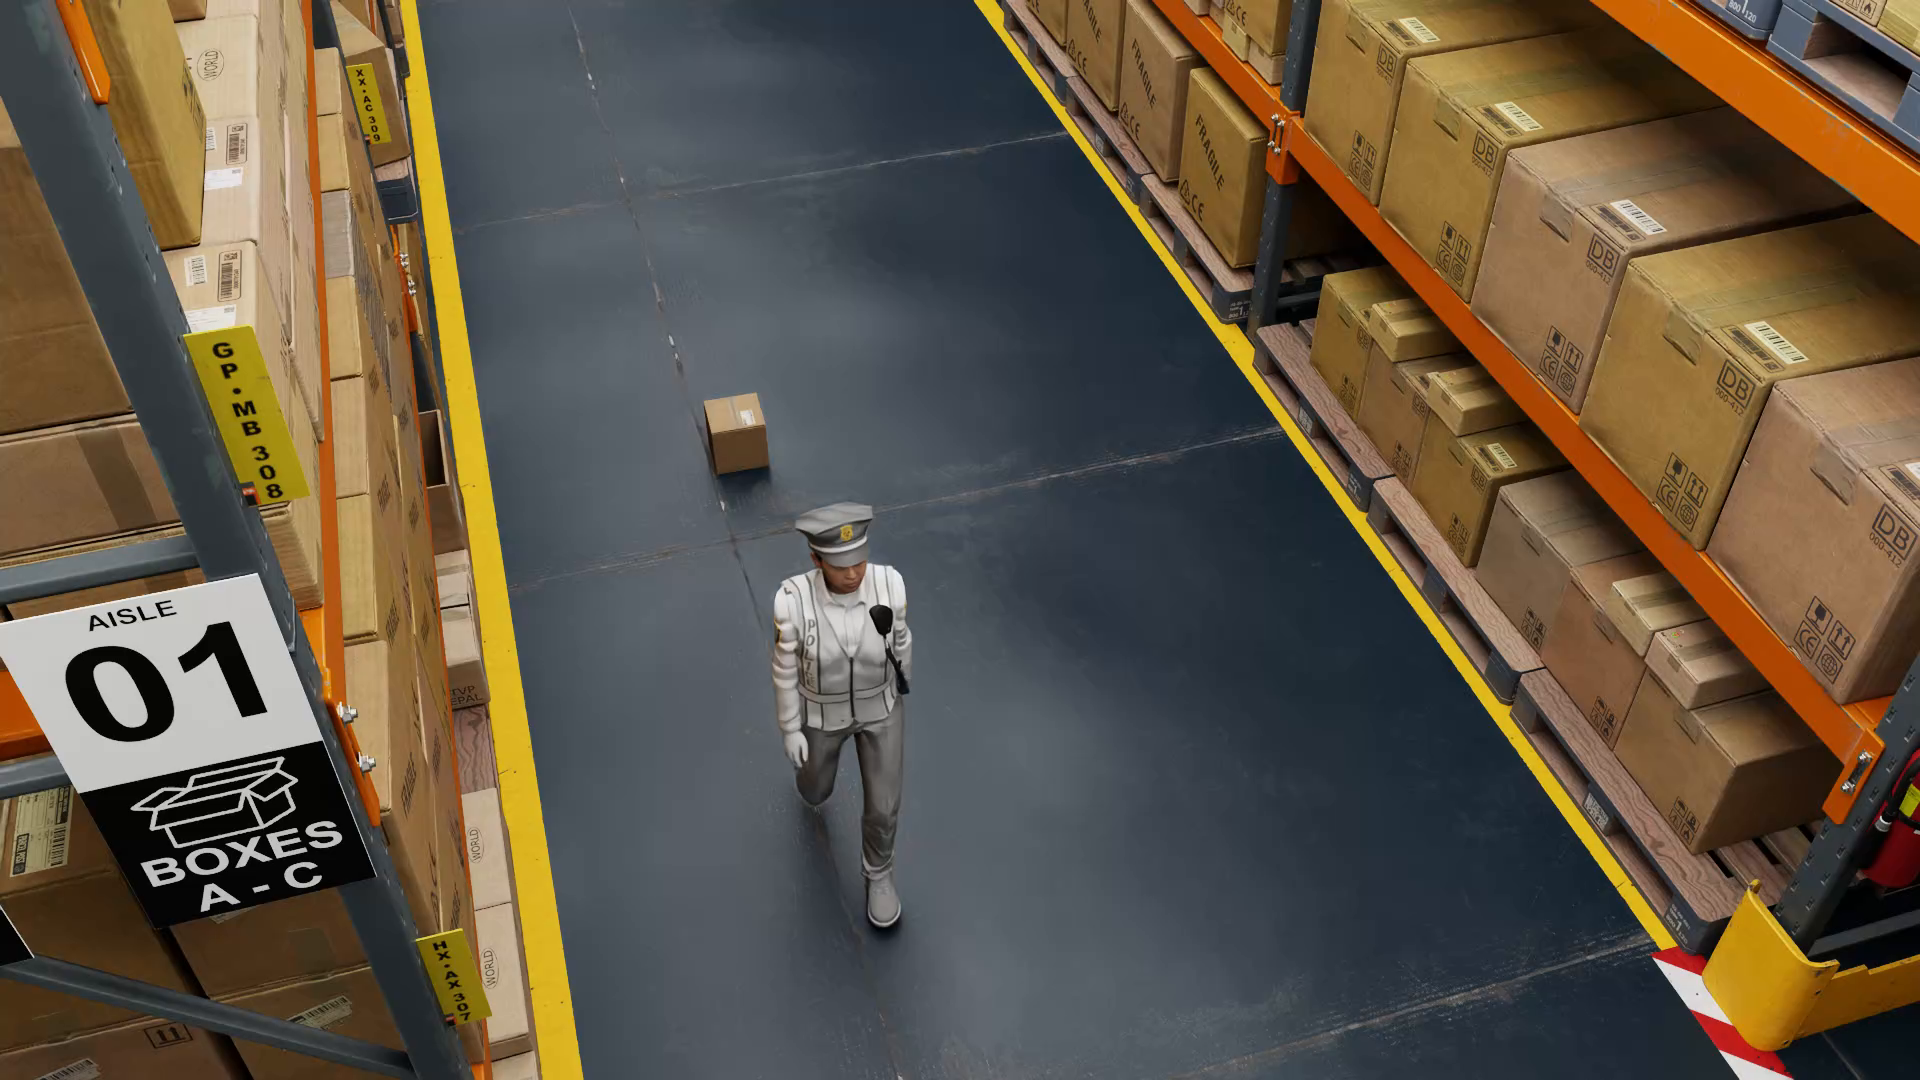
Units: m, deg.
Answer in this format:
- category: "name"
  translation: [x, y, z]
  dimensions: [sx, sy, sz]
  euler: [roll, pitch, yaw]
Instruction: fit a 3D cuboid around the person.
- category: "person"
  translation: [-0.374, 0.339, 5.343]
  dimensions: [0.477, 0.620, 0.304]
  euler: [-9, 43, -9]
